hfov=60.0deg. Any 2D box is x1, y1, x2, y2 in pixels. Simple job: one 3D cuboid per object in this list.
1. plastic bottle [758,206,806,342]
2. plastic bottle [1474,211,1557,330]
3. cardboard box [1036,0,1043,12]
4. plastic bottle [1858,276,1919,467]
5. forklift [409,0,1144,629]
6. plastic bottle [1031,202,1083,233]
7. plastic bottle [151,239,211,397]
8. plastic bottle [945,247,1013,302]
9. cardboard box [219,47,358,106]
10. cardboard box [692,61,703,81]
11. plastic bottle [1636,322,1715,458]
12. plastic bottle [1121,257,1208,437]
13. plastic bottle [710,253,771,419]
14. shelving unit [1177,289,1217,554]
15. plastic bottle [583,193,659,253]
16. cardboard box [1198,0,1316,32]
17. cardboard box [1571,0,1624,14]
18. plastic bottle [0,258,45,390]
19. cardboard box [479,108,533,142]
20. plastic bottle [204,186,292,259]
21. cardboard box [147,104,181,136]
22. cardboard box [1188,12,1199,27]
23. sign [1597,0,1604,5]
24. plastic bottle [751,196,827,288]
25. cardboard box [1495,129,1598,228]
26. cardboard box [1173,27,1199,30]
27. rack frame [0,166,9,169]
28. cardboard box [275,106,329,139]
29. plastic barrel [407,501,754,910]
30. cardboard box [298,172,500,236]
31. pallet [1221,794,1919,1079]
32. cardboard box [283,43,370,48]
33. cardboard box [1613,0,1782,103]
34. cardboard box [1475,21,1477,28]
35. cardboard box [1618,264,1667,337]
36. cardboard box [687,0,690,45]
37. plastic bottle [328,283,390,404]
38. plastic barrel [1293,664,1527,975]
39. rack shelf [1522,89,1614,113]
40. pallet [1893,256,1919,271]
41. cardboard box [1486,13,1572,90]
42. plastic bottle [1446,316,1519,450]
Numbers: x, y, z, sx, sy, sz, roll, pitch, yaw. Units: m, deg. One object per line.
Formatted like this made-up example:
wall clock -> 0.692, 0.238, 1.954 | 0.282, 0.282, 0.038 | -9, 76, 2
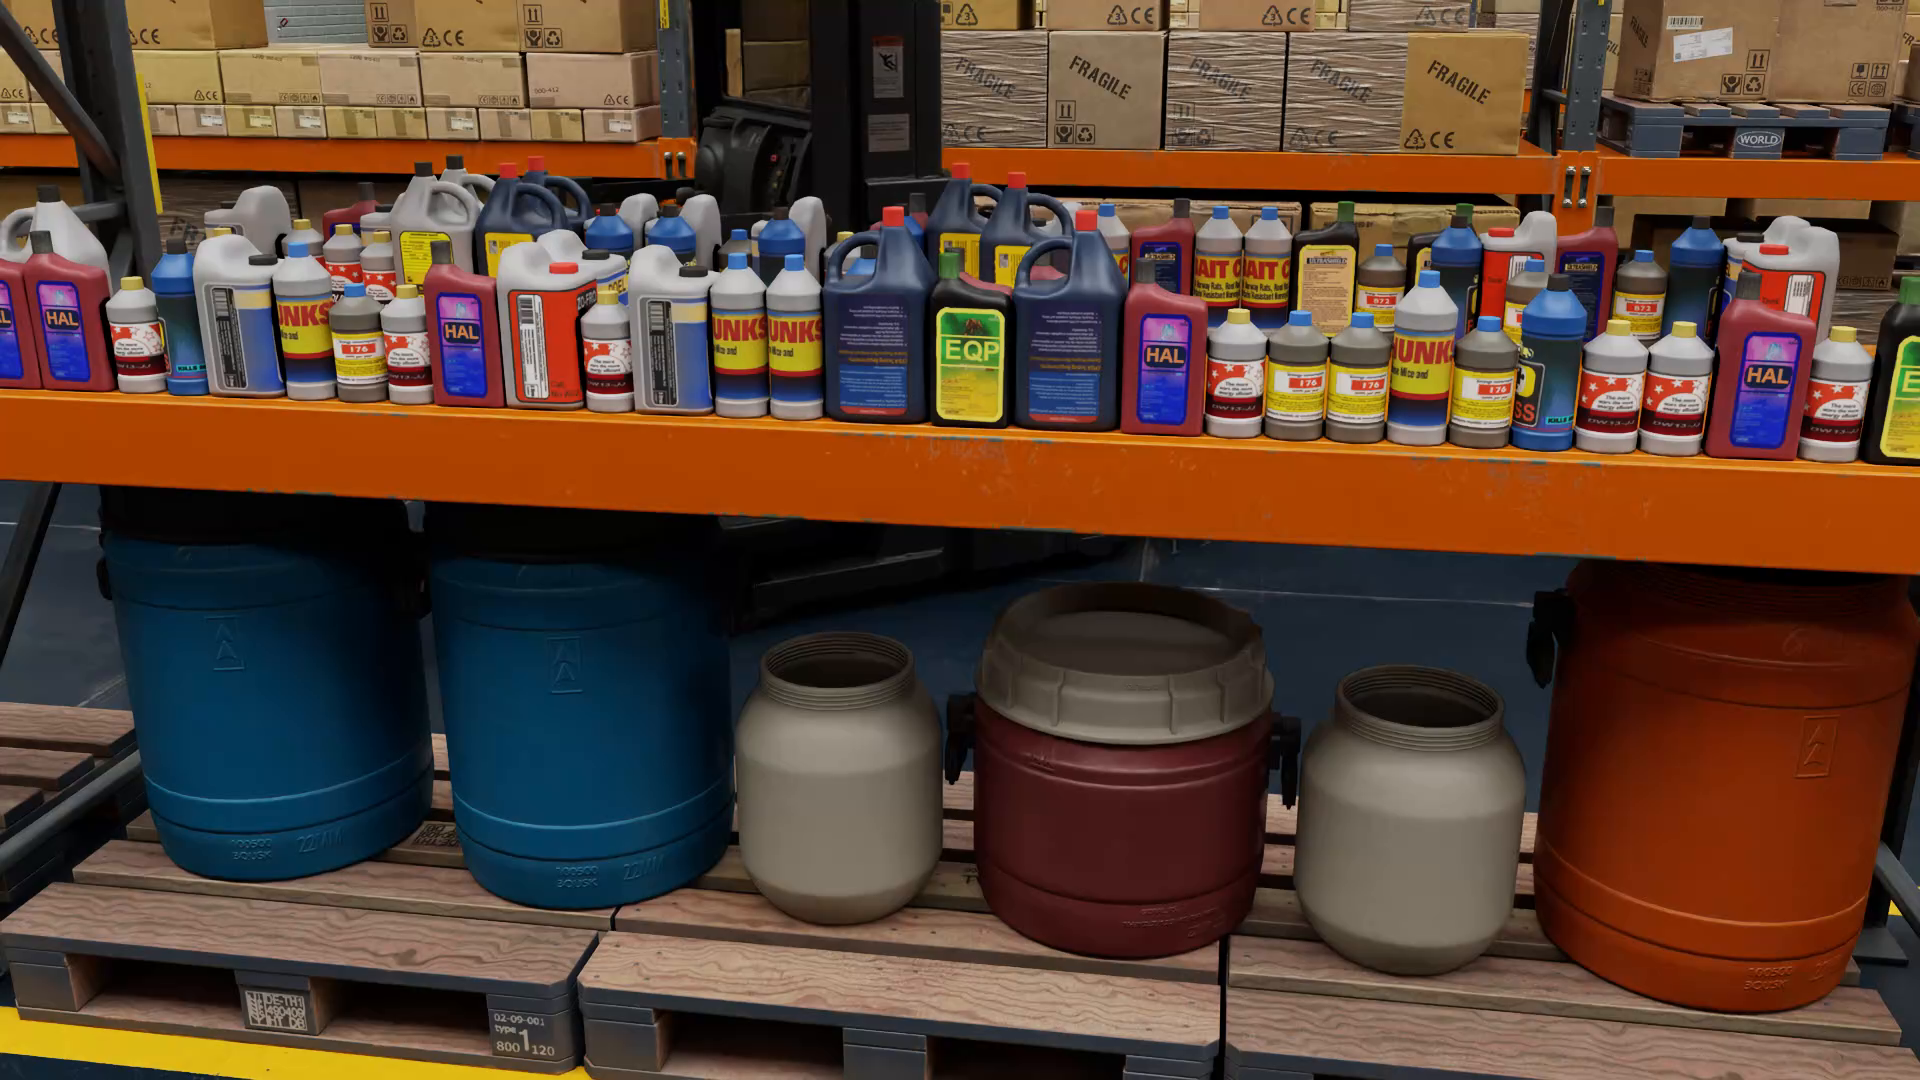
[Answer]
plastic bottle -> -0.362, -0.543, 3.402 | 0.097, 0.271, 0.097 | 0, 18, 0
plastic bottle -> 1.095, -0.511, 3.299 | 0.135, 0.276, 0.152 | 3, 19, 9
cardboard box -> 0.495, -3.898, 12.021 | 0.250, 0.149, 0.380 | 3, 19, 9
plastic bottle -> 1.460, -0.255, 2.521 | 0.133, 0.283, 0.061 | 3, 19, 9
forklift -> -0.843, -1.263, 5.457 | 3.031, 2.935, 1.130 | -9, 21, -26
plastic bottle -> 0.182, -0.558, 3.438 | 0.135, 0.276, 0.152 | 3, 19, 9
plastic bottle -> -1.383, -0.400, 2.974 | 0.097, 0.271, 0.097 | 0, 18, 0
plastic bottle -> 0.027, -0.348, 2.798 | 0.133, 0.283, 0.061 | 3, 19, 9
cardboard box -> -3.229, -2.264, 8.110 | 0.500, 0.250, 0.500 | 3, 19, 8
cardboard box -> -1.961, -3.613, 12.769 | 0.250, 0.149, 0.380 | 3, 19, 8
plastic bottle -> 1.121, -0.239, 2.604 | 0.097, 0.201, 0.097 | 0, 18, 0
plastic bottle -> 0.332, -0.312, 2.693 | 0.133, 0.283, 0.061 | 3, 19, 9
plastic bottle -> -0.372, -0.348, 2.820 | 0.097, 0.271, 0.097 | 0, 18, 0
shelving unit -> 0.813, -0.496, 6.131 | 0.215, 1.050, 0.252 | -13, 22, -34
plastic bottle -> -0.723, -0.604, 3.575 | 0.135, 0.276, 0.152 | 3, 19, 9
cardboard box -> 1.351, -2.574, 7.530 | 0.637, 0.503, 0.797 | 3, 19, 10
cardboard box -> 4.541, -3.995, 11.782 | 0.500, 0.500, 0.700 | 3, 19, 8
plastic bottle -> -1.728, -0.417, 3.007 | 0.133, 0.283, 0.061 | 3, 19, 9
cardboard box -> -2.097, -1.996, 7.937 | 0.250, 0.149, 0.380 | 3, 19, 8
plastic bottle -> -1.582, -0.647, 3.706 | 0.135, 0.276, 0.152 | 3, 19, 9
cardboard box -> -3.873, -2.086, 8.207 | 0.250, 0.149, 0.380 | 3, 19, 8
cardboard box -> 1.766, -3.692, 11.874 | 0.250, 0.149, 0.380 | 3, 19, 10
sign -> 2.628, -2.350, 6.775 | 0.005, 0.325, 0.100 | 3, 19, 9
plastic bottle -> -0.361, -0.585, 3.520 | 0.135, 0.276, 0.152 | 3, 19, 9
cardboard box -> 4.187, -2.597, 12.223 | 0.750, 0.750, 1.050 | 3, 19, 8
cardboard box -> 1.260, -2.182, 7.940 | 0.500, 0.500, 0.500 | 3, 19, 8
rack frame -> -5.185, -2.379, 8.686 | 0.053, 2.616, 0.949 | 3, 19, 9
cardboard box -> -3.109, -2.048, 8.092 | 0.250, 0.149, 0.380 | 3, 19, 10
plastic barrel -> -0.788, 0.239, 3.505 | 0.708, 0.901, 0.600 | 3, 19, 9
cardboard box -> -2.764, -1.472, 8.661 | 0.875, 0.875, 0.875 | 3, 19, 9
pallet -> 1.142, 0.872, 3.364 | 1.213, 0.211, 1.003 | 3, 19, 9
cardboard box -> -3.147, -2.430, 8.607 | 0.500, 0.250, 0.500 | 3, 19, 9
cardboard box -> 3.253, -2.207, 7.353 | 0.500, 0.500, 0.500 | 1, 19, 2
cardboard box -> 5.113, -5.032, 16.350 | 0.250, 0.149, 0.380 | 2, 19, 5
cardboard box -> 3.378, -0.971, 7.724 | 0.500, 0.500, 0.700 | 2, 19, 6
cardboard box -> -1.669, -2.706, 8.250 | 0.500, 0.500, 0.500 | 3, 19, 9
plastic bottle -> -1.058, -0.350, 2.936 | 0.097, 0.201, 0.097 | 0, 18, 0
plastic barrel -> 0.870, 0.537, 3.229 | 0.421, 0.512, 0.421 | 0, 18, 0
rack shelf -> 5.574, -3.082, 11.921 | 4.000, 0.370, 1.077 | 3, 19, 9
pallet -> 6.775, -2.016, 11.994 | 1.213, 0.211, 1.003 | 3, 19, 9
cardboard box -> 4.000, -3.464, 11.772 | 0.500, 0.500, 0.500 | 3, 19, 9
plastic bottle -> 0.833, -0.254, 2.648 | 0.097, 0.201, 0.097 | 0, 18, 0
